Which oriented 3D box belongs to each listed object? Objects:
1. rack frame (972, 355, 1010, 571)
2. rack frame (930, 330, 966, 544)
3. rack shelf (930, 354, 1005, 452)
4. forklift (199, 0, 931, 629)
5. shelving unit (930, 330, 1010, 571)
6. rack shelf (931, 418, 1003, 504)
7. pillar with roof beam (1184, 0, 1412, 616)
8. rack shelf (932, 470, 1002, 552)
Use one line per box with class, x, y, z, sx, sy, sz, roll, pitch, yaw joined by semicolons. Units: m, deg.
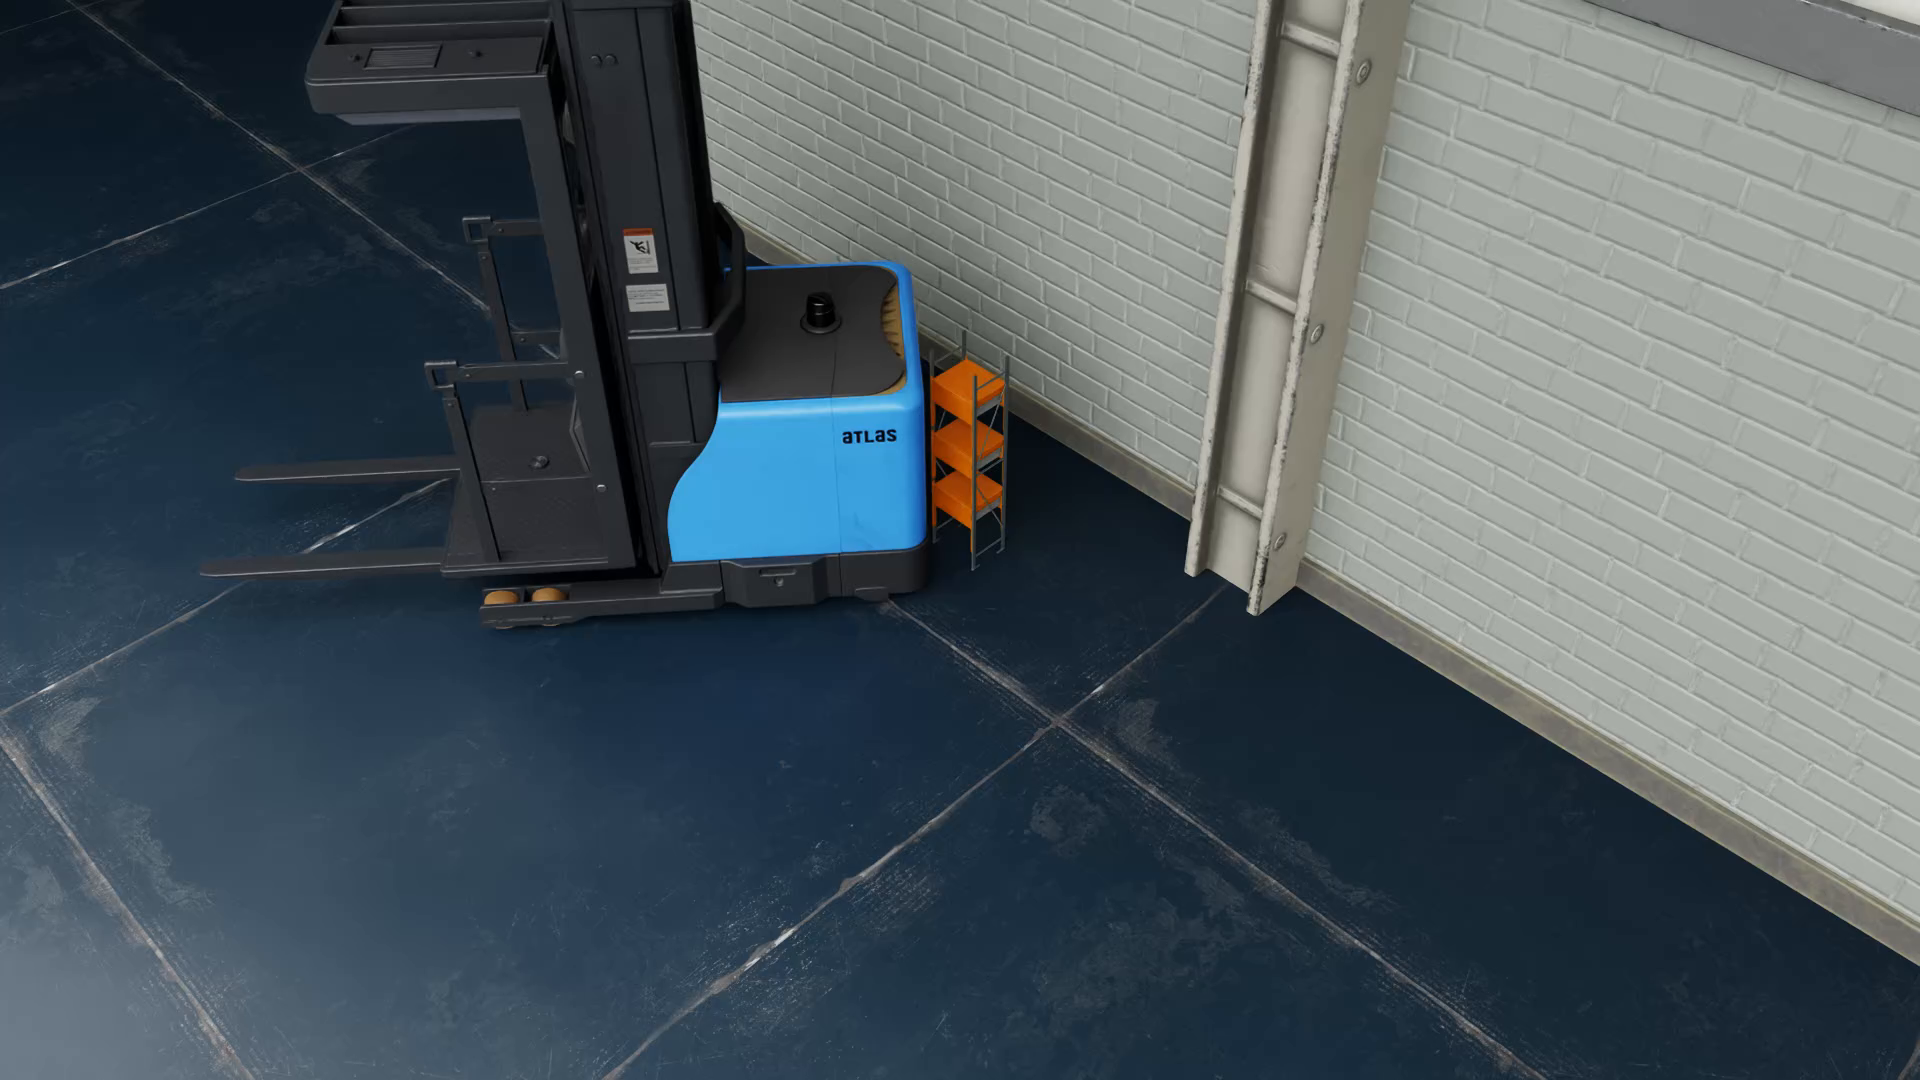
rack frame;0.124;-0.301;6.920;0.200;1.050;0.008;-34;53;-31
rack frame;-0.048;-0.418;7.047;0.200;1.050;0.008;-34;53;-31
rack shelf;0.038;-0.561;6.798;0.215;0.259;0.240;-34;53;-31
forklift;-1.670;-1.079;6.376;3.031;2.935;1.130;-3;43;-3
shelving unit;0.038;-0.360;6.983;0.215;1.050;0.252;-34;53;-31
rack shelf;0.038;-0.352;6.990;0.215;0.259;0.240;-34;53;-31
pillar with roof beam;-1.829;-1.086;1.912;9.100;9.000;0.400;-34;53;-31
rack shelf;0.038;-0.148;7.179;0.215;0.259;0.240;-34;53;-31
